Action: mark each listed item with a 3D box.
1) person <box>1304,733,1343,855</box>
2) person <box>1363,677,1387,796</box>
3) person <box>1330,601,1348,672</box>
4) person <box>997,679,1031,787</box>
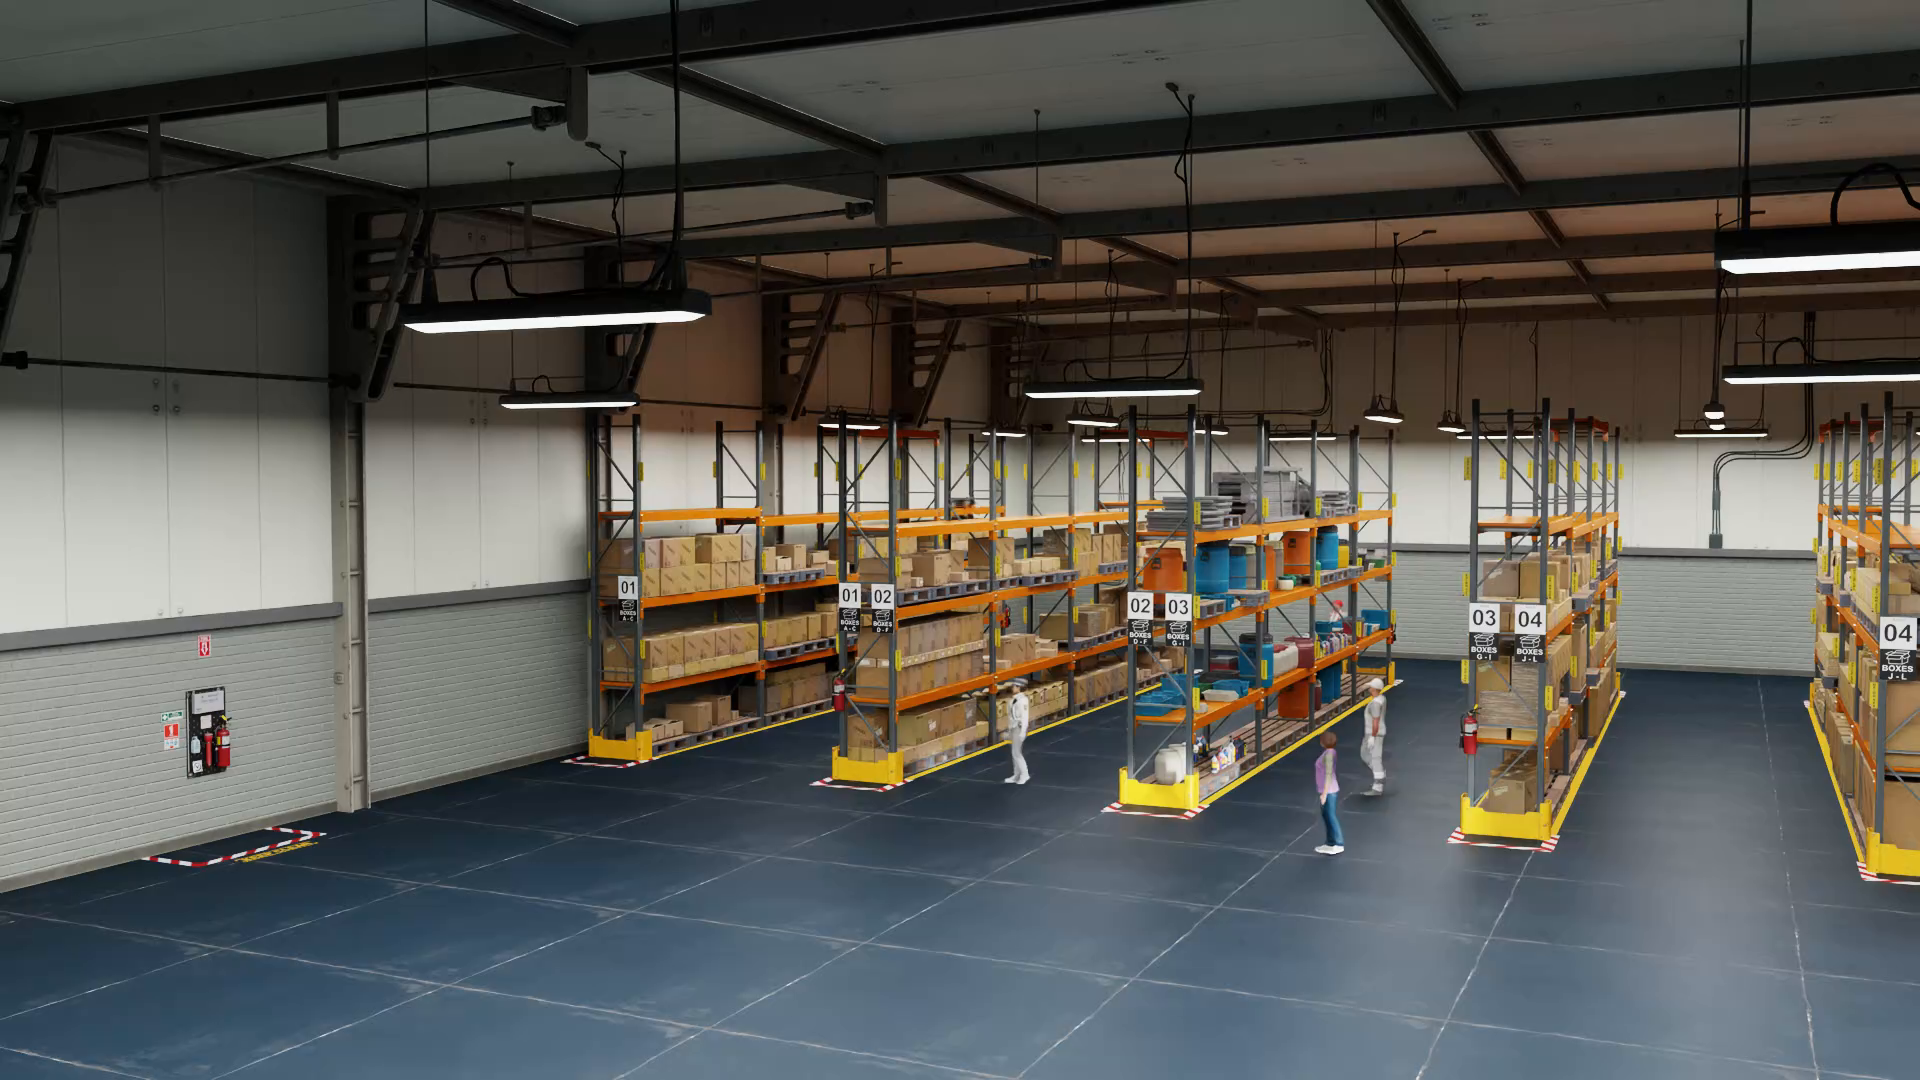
[{"bbox_3d":[4.785,3.310,21.846,0.338,1.599,0.629,-1,3,-32],"label":"person"},{"bbox_3d":[6.431,3.052,25.736,0.404,1.852,0.667,0,2,-8],"label":"person"},{"bbox_3d":[9.513,2.411,41.808,0.642,1.773,0.867,0,2,11],"label":"person"},{"bbox_3d":[0.860,3.068,26.642,0.438,1.692,0.564,-2,3,-39],"label":"person"}]
